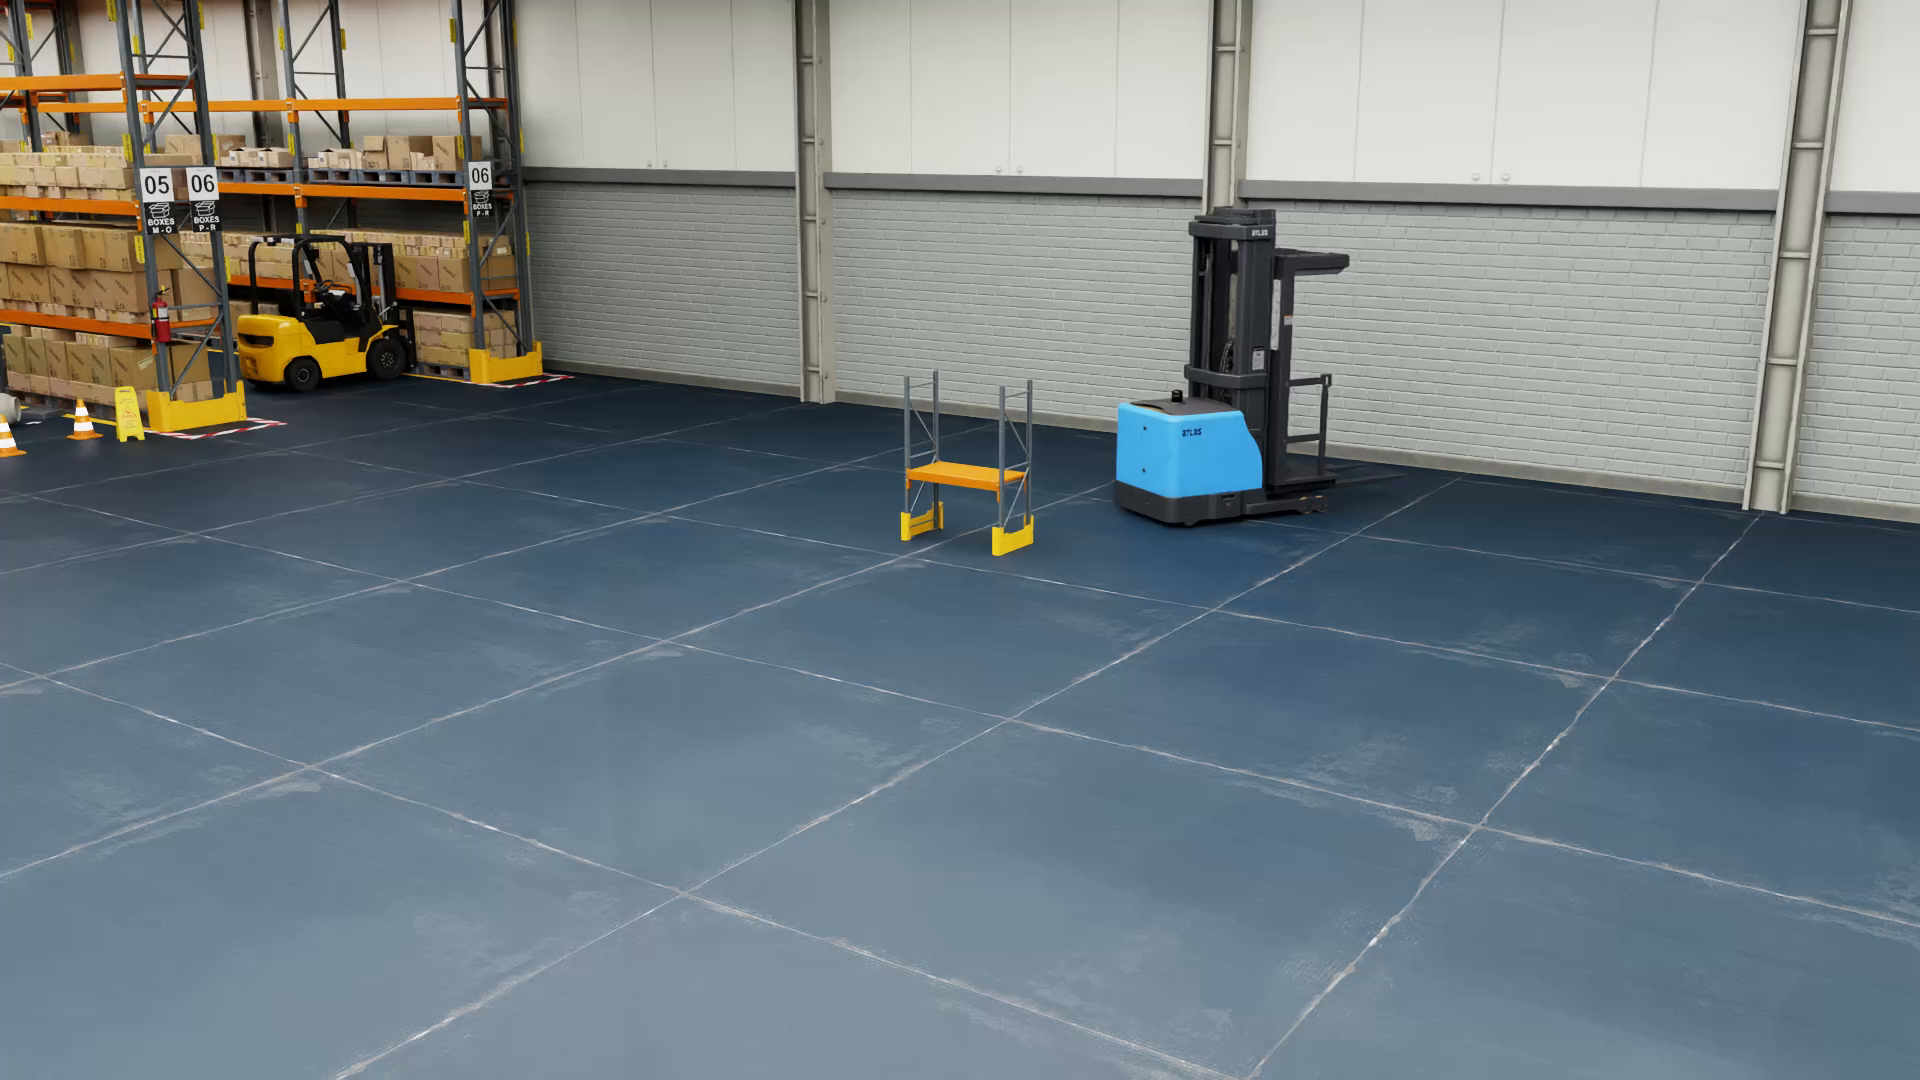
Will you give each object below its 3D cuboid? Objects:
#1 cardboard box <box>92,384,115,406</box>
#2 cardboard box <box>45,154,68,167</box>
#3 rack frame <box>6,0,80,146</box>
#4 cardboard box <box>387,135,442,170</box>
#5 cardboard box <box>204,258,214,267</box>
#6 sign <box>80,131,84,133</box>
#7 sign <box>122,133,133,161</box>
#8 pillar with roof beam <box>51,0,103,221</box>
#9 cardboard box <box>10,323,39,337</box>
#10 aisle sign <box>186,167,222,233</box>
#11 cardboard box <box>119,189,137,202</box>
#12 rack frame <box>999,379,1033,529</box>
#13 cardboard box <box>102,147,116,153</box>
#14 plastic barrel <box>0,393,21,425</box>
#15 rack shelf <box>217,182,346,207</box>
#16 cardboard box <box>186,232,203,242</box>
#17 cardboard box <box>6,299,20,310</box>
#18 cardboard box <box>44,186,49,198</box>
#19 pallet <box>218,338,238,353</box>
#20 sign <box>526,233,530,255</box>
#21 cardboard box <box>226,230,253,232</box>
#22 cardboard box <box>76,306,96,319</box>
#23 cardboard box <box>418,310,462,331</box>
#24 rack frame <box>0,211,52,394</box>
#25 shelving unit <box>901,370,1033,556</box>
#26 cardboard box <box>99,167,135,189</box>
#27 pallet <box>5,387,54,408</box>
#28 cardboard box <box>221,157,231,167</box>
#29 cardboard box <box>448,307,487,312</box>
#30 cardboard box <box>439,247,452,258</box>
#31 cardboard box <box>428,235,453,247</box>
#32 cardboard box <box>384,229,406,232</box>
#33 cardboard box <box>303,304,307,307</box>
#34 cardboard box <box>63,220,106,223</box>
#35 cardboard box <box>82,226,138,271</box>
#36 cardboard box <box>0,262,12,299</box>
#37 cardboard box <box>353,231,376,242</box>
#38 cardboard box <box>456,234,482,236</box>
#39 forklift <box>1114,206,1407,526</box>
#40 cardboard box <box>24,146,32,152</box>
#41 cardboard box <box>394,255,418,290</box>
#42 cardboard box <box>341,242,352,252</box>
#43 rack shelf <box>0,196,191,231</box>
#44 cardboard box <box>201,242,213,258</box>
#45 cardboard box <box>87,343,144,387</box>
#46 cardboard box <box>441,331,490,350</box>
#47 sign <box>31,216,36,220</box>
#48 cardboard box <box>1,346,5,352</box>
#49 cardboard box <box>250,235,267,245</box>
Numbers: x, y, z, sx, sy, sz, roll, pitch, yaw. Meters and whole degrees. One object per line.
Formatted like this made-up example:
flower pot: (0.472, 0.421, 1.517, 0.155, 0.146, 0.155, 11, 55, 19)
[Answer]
cardboard box: (-10.873, -1.911, 21.577, 0.500, 0.250, 0.500, 9, 17, 33)
cardboard box: (-11.364, -4.823, 21.112, 0.250, 0.149, 0.380, 10, 17, 34)
rack frame: (-16.817, -8.428, 30.569, 0.127, 3.000, 1.000, 9, 17, 33)
cardboard box: (-8.157, -5.832, 25.033, 0.500, 0.500, 0.700, 9, 17, 33)
cardboard box: (-12.420, -4.662, 28.154, 0.500, 0.250, 0.500, 9, 16, 31)
sign: (-16.511, -7.525, 31.269, 0.005, 0.325, 0.100, 9, 17, 33)
sign: (-9.954, -4.694, 19.886, 0.005, 0.325, 0.100, 9, 17, 33)
pillar with roof beam: (-19.295, -7.843, 28.205, 0.548, 9.000, 9.100, 9, 17, 33)
cardboard box: (-12.537, -2.839, 22.415, 0.250, 0.149, 0.380, 9, 17, 34)
aisle sign: (-9.403, -4.232, 20.693, 0.004, 0.787, 0.394, 9, 17, 33)
cardboard box: (-10.079, -4.243, 20.427, 0.250, 0.149, 0.380, 9, 17, 33)
rack frame: (0.493, -0.648, 14.748, 0.032, 1.500, 0.500, 9, 17, 33)
cardboard box: (-14.815, -6.828, 29.213, 0.250, 0.149, 0.380, 9, 16, 32)
plastic barrel: (-12.186, -1.641, 20.998, 0.512, 0.421, 0.421, -4, 14, -16)
rack shelf: (-11.839, -5.818, 27.766, 4.000, 0.370, 1.077, 9, 17, 33)
cardboard box: (-12.948, -5.177, 28.361, 0.250, 0.149, 0.380, 10, 17, 34)
cardboard box: (-12.625, -3.201, 22.462, 0.250, 0.149, 0.380, 10, 17, 34)
cardboard box: (-11.543, -4.489, 21.422, 0.250, 0.149, 0.380, 9, 17, 33)
pallet: (-11.829, -3.344, 28.319, 1.213, 0.211, 1.003, 9, 17, 33)
sign: (-6.545, -4.475, 25.119, 0.005, 0.325, 0.100, 9, 17, 33)
cardboard box: (-12.412, -5.261, 28.702, 0.250, 0.149, 0.380, 9, 16, 32)
cardboard box: (-11.157, -2.960, 21.486, 0.250, 0.149, 0.380, 9, 17, 32)
cardboard box: (-7.843, -3.328, 25.219, 0.500, 0.250, 0.500, 10, 17, 34)
rack frame: (-12.946, -3.453, 22.956, 0.127, 3.000, 1.000, 9, 17, 33)
shelving unit: (0.063, -0.718, 15.028, 1.083, 1.500, 0.587, 9, 17, 33)
cardboard box: (-10.202, -4.459, 20.471, 0.500, 0.250, 0.500, 9, 16, 32)
pallet: (-12.369, -2.016, 22.956, 1.213, 0.211, 1.003, 9, 17, 33)
cardboard box: (-11.901, -6.220, 27.332, 0.250, 0.149, 0.380, 9, 16, 32)
cardboard box: (-7.570, -3.430, 25.630, 0.500, 0.250, 0.500, 9, 17, 33)
cardboard box: (-7.533, -4.289, 24.776, 0.250, 0.149, 0.380, 9, 17, 34)
cardboard box: (-7.729, -4.477, 24.916, 0.250, 0.149, 0.380, 10, 17, 34)
cardboard box: (-8.887, -4.834, 26.357, 0.250, 0.149, 0.380, 9, 16, 32)
cardboard box: (-10.618, -3.562, 27.465, 0.625, 0.625, 0.875, 10, 17, 35)
cardboard box: (-16.111, -5.589, 30.505, 0.500, 0.500, 0.700, 9, 17, 33)
cardboard box: (-10.589, -3.689, 21.002, 0.500, 0.500, 0.700, 9, 17, 33)
cardboard box: (-12.737, -3.531, 22.445, 0.500, 0.500, 0.500, 9, 17, 33)
cardboard box: (-9.209, -4.715, 25.878, 0.250, 0.149, 0.380, 9, 16, 32)
cardboard box: (-7.445, -4.576, 25.318, 0.250, 0.149, 0.380, 10, 17, 34)
forklift: (3.075, -1.779, 16.337, 3.031, 2.935, 1.130, -7, 15, -26)
cardboard box: (-16.814, -7.119, 30.347, 0.250, 0.149, 0.380, 10, 17, 34)
cardboard box: (-8.266, -4.109, 25.398, 0.500, 0.500, 0.500, 9, 16, 32)
cardboard box: (-9.451, -4.600, 26.030, 0.250, 0.149, 0.380, 10, 17, 34)
rack shelf: (-11.287, -4.292, 21.599, 4.000, 0.370, 1.077, 9, 17, 33)
cardboard box: (-12.427, -4.900, 28.074, 0.500, 0.250, 0.500, 9, 16, 31)
cardboard box: (-10.872, -2.274, 21.483, 0.500, 0.500, 0.500, 10, 17, 35)
cardboard box: (-7.438, -3.021, 25.021, 0.500, 0.250, 0.500, 9, 16, 32)
sign: (-17.114, -5.827, 30.745, 0.005, 0.325, 0.100, 9, 17, 33)
cardboard box: (-13.981, -2.547, 23.890, 0.625, 0.372, 0.950, 10, 17, 36)
cardboard box: (-11.459, -4.939, 27.401, 0.250, 0.149, 0.380, 9, 16, 31)
